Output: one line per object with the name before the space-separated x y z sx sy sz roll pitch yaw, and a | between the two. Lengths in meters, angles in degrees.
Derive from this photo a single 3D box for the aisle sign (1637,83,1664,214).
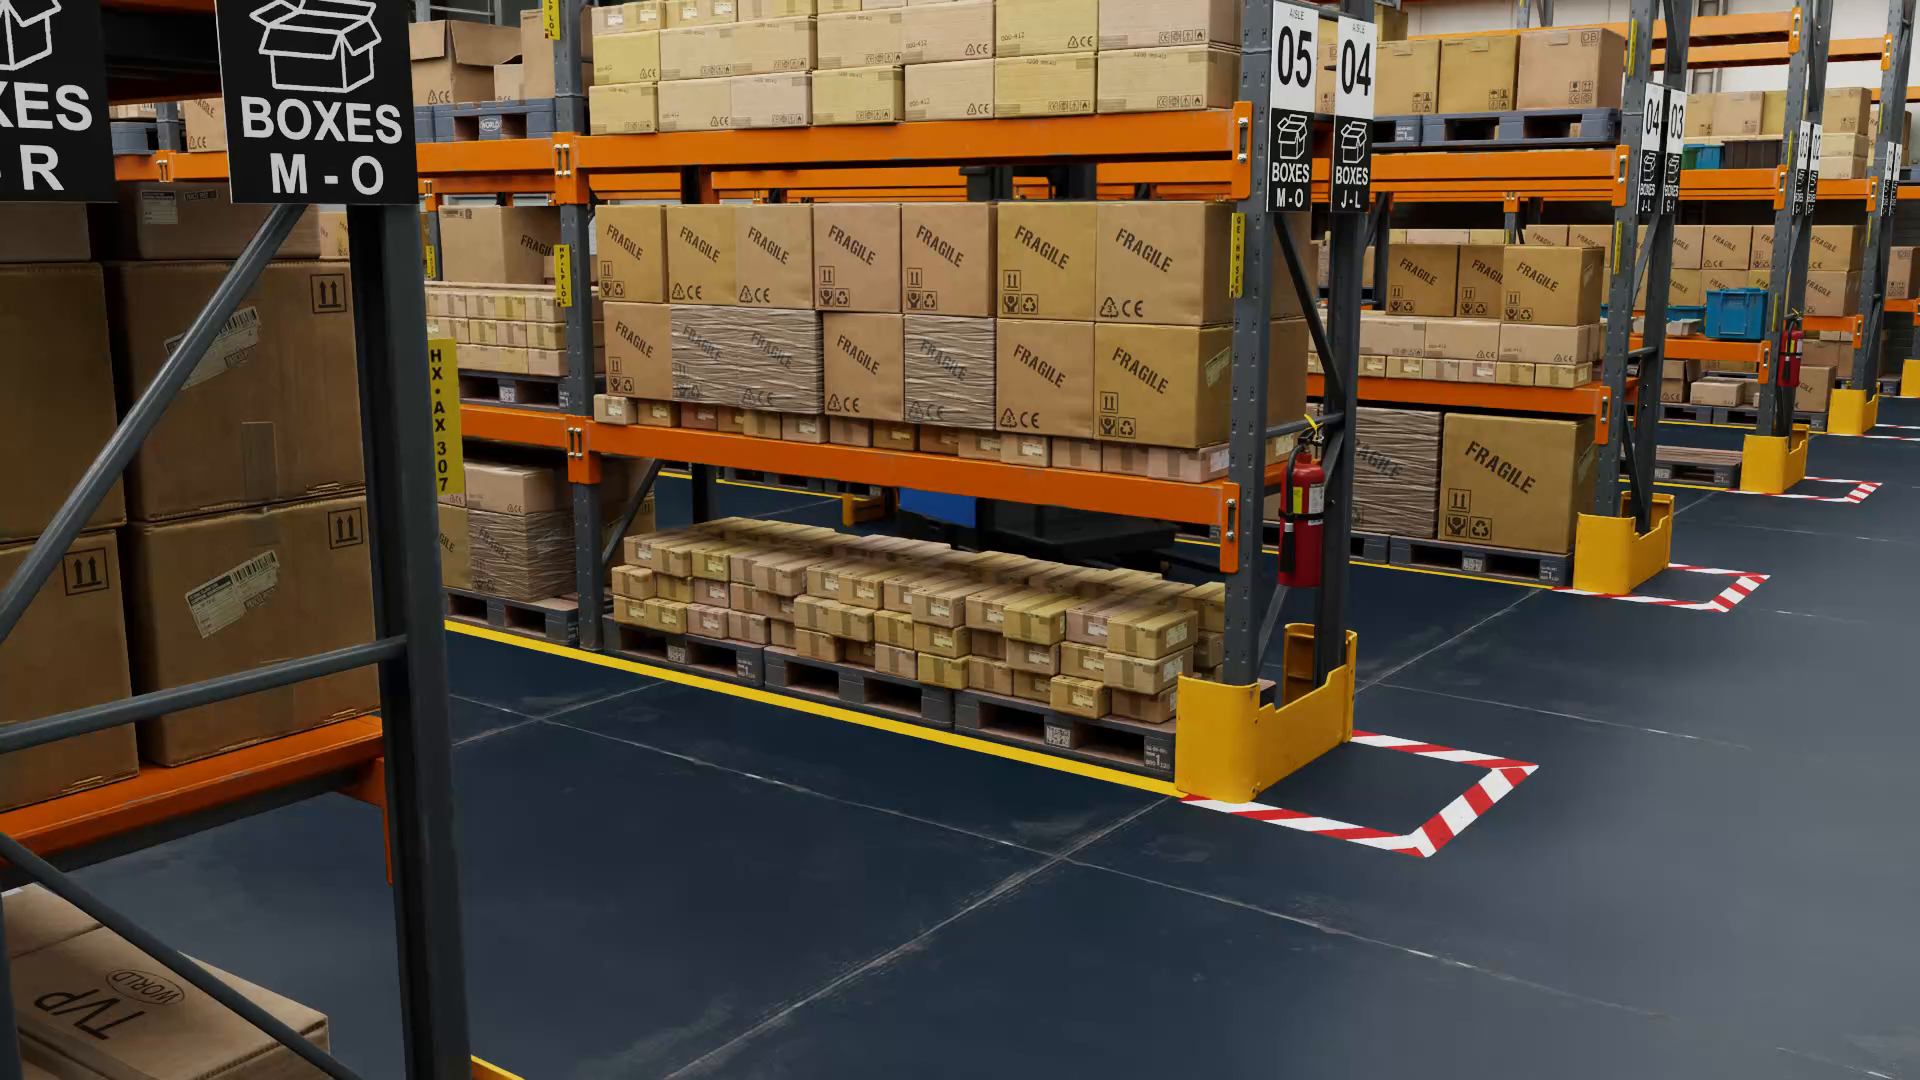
aisle sign | 4.330 -2.446 10.431 0.004 0.787 0.394 8 13 36

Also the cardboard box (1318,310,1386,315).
cardboard box | 2.973 -1.564 12.326 0.500 0.250 0.500 8 13 34

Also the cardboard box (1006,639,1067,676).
cardboard box | 0.418 0.498 7.675 0.250 0.149 0.380 7 13 33

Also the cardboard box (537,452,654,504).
cardboard box | -2.231 -0.396 10.180 0.500 0.250 0.500 7 13 33

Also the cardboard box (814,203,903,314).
cardboard box | -0.345 -1.348 7.922 0.500 0.500 0.500 7 13 34

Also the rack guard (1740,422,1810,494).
rack guard | 7.409 -0.754 15.110 0.348 0.500 1.175 8 13 36

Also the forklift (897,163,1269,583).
forklift | 0.778 -1.196 10.995 1.130 2.935 3.031 -7 13 -33

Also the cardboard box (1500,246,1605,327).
cardboard box | 3.902 -1.679 10.947 0.500 0.500 0.500 8 14 36

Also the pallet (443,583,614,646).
pallet | -2.420 0.356 10.132 1.213 0.211 1.003 8 13 36

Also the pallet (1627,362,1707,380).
pallet | 10.588 -2.482 24.802 1.213 0.211 1.003 8 13 36

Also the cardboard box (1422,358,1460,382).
cardboard box | 3.354 -1.176 11.370 0.250 0.149 0.380 8 14 37

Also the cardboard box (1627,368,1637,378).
cardboard box | 8.324 -1.980 20.790 0.500 0.311 0.500 8 13 36

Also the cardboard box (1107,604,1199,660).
cardboard box | 0.856 0.405 7.372 0.250 0.149 0.380 8 14 36

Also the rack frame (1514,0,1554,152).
rack frame | 7.092 -6.135 20.549 0.127 3.000 1.000 8 13 36

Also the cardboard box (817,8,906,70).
cardboard box | -0.313 -2.307 7.738 0.500 0.250 0.500 7 13 33

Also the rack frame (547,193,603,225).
rack frame | -5.515 -3.781 24.175 0.127 3.000 1.000 8 13 36

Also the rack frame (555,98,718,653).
rack frame | -1.791 -0.925 9.415 0.127 3.000 1.000 8 13 36

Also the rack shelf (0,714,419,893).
rack shelf | -3.028 0.422 4.346 4.000 0.370 1.077 8 13 36

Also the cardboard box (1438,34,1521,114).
cardboard box | 3.617 -3.133 11.296 0.500 0.500 0.700 7 13 33

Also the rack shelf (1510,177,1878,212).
rack shelf | 8.704 -4.084 19.740 4.000 0.370 1.077 8 13 36

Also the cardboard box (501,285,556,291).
cardboard box | -2.677 -1.532 10.539 0.250 0.149 0.380 8 13 35

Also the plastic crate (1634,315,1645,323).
plastic crate | 6.621 -2.085 15.946 0.298 0.136 0.250 8 13 36

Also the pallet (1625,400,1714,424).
pallet | 8.633 -1.606 20.275 1.213 0.211 1.003 8 13 36

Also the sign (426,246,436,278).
sign | -5.537 -2.914 17.415 0.005 0.325 0.100 8 13 36

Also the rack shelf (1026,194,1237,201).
rack shelf | 2.256 -4.984 24.389 4.000 0.370 1.077 8 13 36

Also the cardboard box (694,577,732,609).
cardboard box | -1.214 0.248 8.965 0.250 0.149 0.380 8 13 35

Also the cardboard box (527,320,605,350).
cardboard box | -2.229 -1.169 9.446 0.250 0.149 0.380 8 14 37

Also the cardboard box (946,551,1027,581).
cardboard box | 0.139 0.170 8.588 0.250 0.149 0.380 8 14 36

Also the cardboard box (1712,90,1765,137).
cardboard box | 9.073 -4.917 19.254 0.500 0.500 0.700 8 13 36

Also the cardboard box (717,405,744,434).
cardboard box | -1.043 -0.649 8.649 0.250 0.149 0.380 7 13 33

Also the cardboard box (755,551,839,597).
cardboard box | -0.836 0.174 8.565 0.250 0.149 0.380 8 14 37

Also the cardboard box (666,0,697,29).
cardboard box | -1.265 -2.641 8.413 0.250 0.149 0.380 8 13 35

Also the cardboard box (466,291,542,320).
cardboard box | -2.655 -1.375 9.729 0.250 0.149 0.380 7 13 34

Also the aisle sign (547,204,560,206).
aisle sign | -5.746 -5.020 23.738 0.004 0.787 0.394 8 13 36

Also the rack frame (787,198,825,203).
rack frame | -2.580 -4.539 28.092 0.127 3.000 1.000 8 13 36

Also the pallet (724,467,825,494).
pallet | -1.407 -0.654 15.353 1.213 0.211 1.003 8 13 36

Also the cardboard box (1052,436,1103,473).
cardboard box | 0.613 -0.405 7.389 0.250 0.149 0.380 8 13 35

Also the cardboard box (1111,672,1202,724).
cardboard box | 0.885 0.691 7.463 0.250 0.149 0.380 8 14 36

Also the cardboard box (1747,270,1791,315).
cardboard box | 9.374 -2.855 19.128 0.500 0.500 0.500 8 14 36

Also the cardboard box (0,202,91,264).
cardboard box | -1.824 -0.575 2.999 0.250 0.149 0.380 8 14 36

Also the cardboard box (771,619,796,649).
cardboard box | -0.771 0.454 8.686 0.250 0.149 0.380 7 13 33

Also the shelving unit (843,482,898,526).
shelving unit | -0.333 -0.836 12.900 1.083 1.500 0.587 9 14 39

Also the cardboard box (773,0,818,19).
cardboard box | -0.669 -2.541 7.897 0.250 0.149 0.380 9 14 38

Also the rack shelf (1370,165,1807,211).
rack shelf | 5.770 -3.326 15.822 4.000 0.370 1.077 8 13 36

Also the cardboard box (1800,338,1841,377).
cardboard box | 12.219 -2.597 23.532 0.500 0.500 0.700 8 13 35

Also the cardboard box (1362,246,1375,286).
cardboard box | 5.632 -3.634 22.047 0.500 0.500 0.700 4 12 21

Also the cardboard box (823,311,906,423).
cardboard box | -0.304 -0.854 7.999 0.500 0.500 0.500 9 14 38

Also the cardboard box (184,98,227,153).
cardboard box | -4.713 -2.792 10.903 0.500 0.500 0.500 8 13 36

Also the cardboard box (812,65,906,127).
cardboard box | -0.338 -2.056 7.758 0.500 0.250 0.500 9 14 38

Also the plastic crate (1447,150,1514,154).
plastic crate | 4.996 -3.658 15.990 0.590 0.269 0.497 8 13 36

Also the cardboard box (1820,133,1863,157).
cardboard box | 9.751 -4.403 18.573 0.500 0.250 0.500 8 13 36

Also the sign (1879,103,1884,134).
sign | 9.972 -4.564 17.998 0.005 0.325 0.100 8 13 36

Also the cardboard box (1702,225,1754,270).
cardboard box | 8.967 -3.402 19.321 0.500 0.500 0.500 8 14 37

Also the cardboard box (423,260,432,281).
cardboard box | -5.548 -2.828 18.203 0.500 0.500 0.875 8 13 36
